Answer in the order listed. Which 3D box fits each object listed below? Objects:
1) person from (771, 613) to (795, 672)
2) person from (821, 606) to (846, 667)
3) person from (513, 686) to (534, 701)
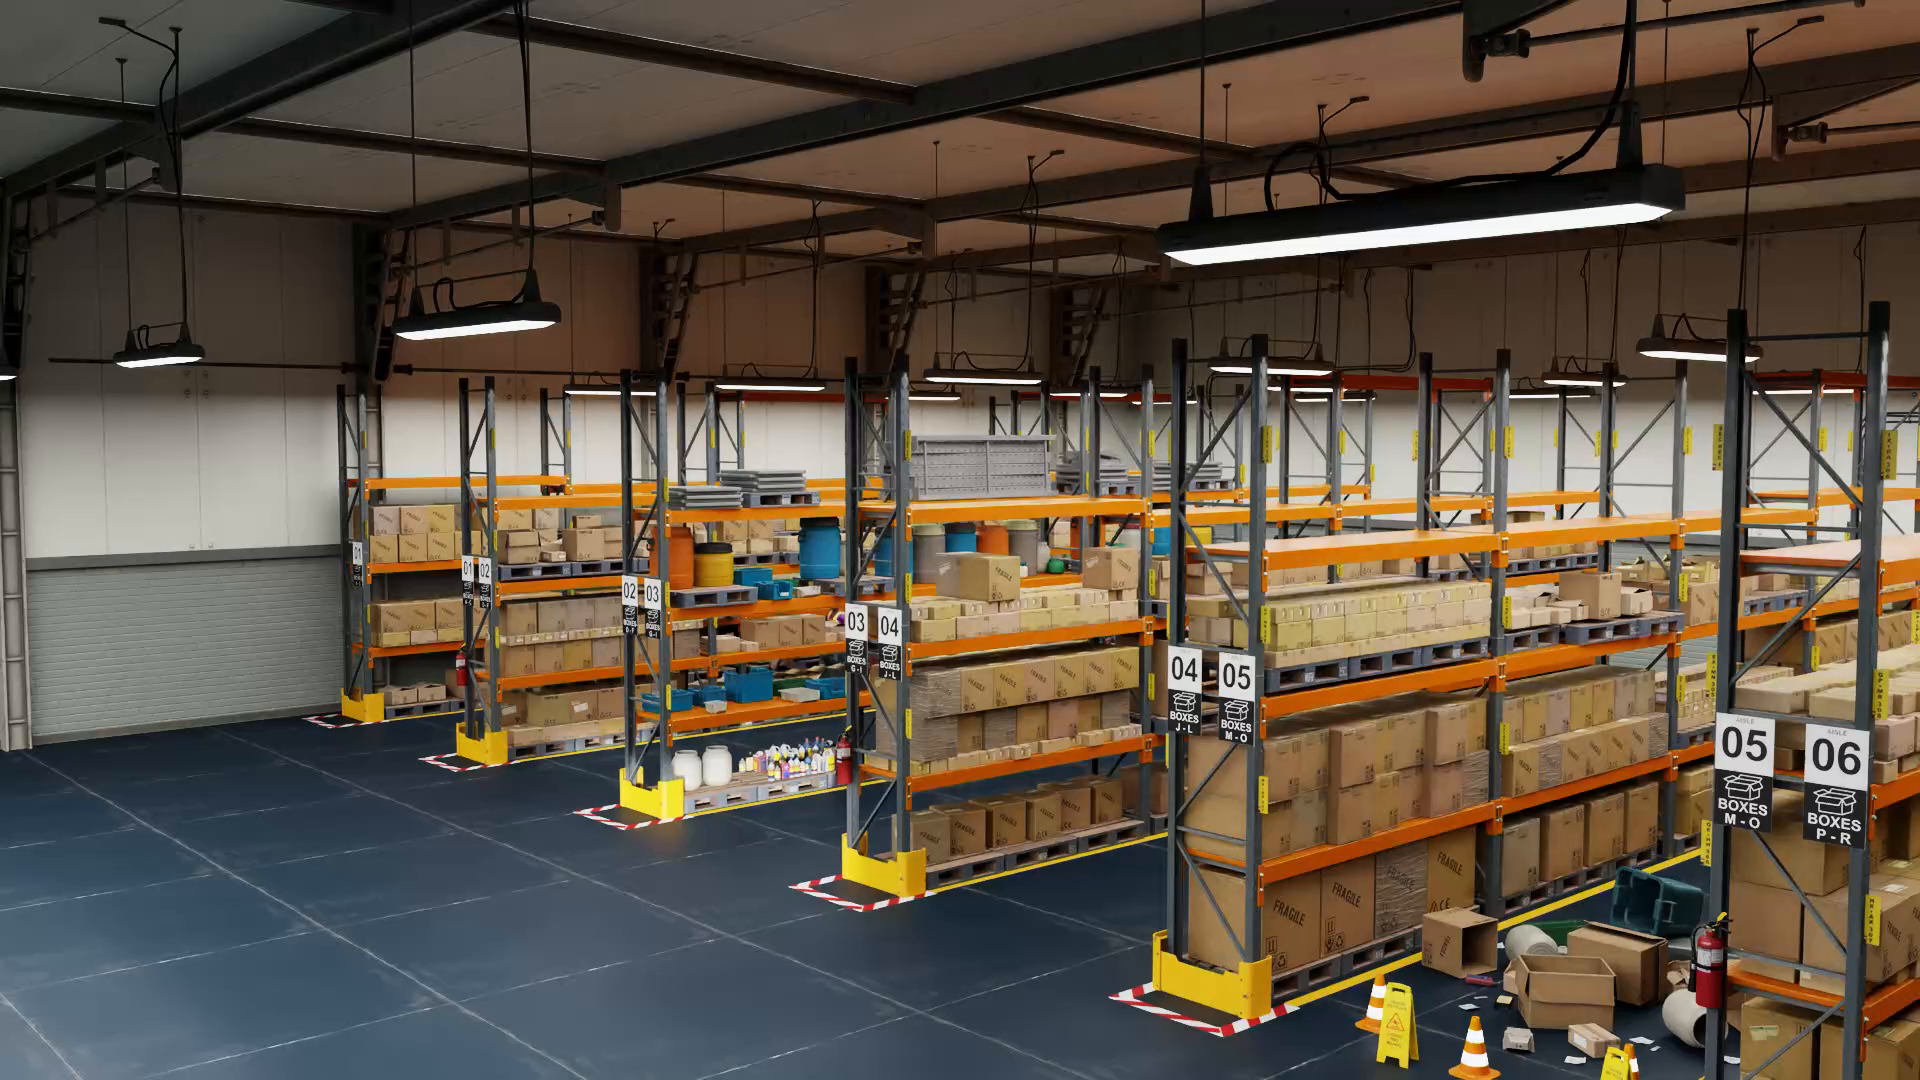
[{"bbox_3d":[-3.478,2.225,32.687,0.556,1.610,0.538,1,4,9],"label":"person"},{"bbox_3d":[-2.578,2.061,34.024,0.670,1.753,0.712,-4,5,-43],"label":"person"},{"bbox_3d":[-7.691,2.476,29.111,0.633,1.620,0.774,-1,4,-8],"label":"person"}]
